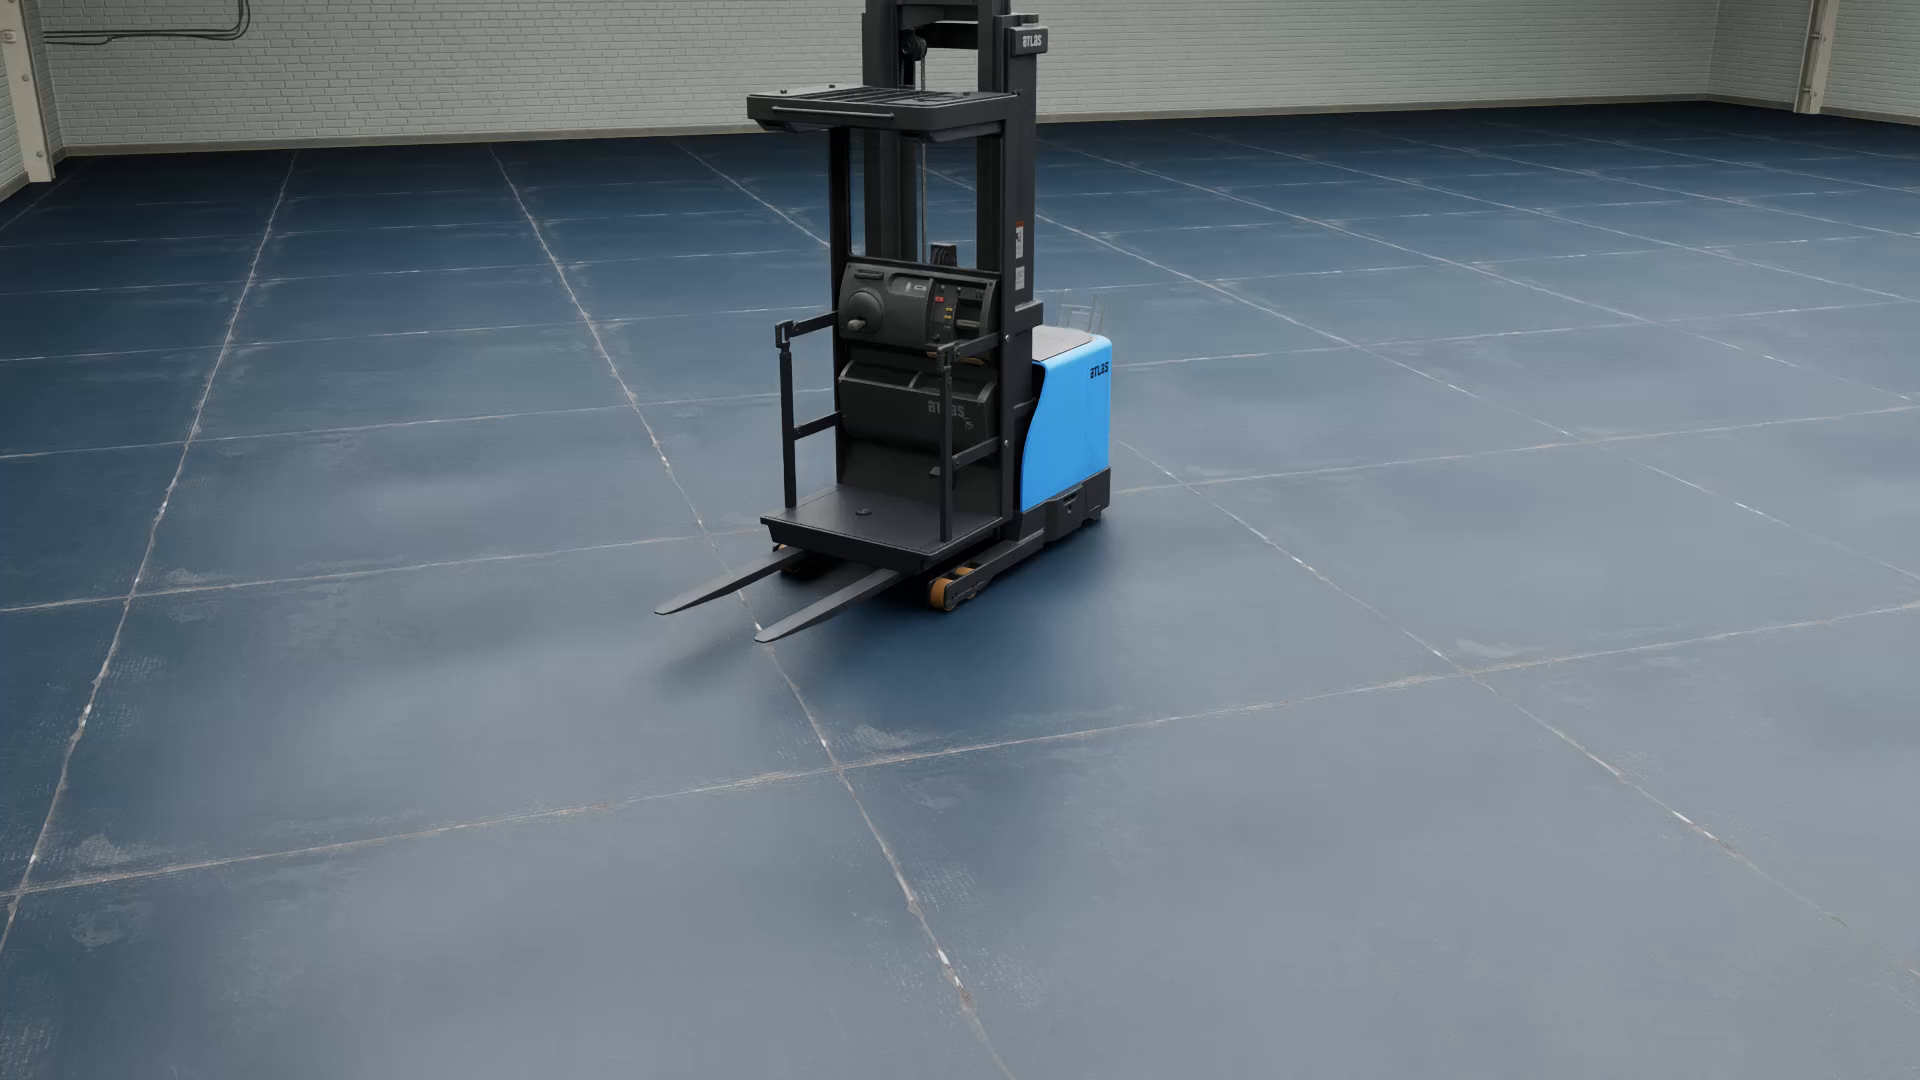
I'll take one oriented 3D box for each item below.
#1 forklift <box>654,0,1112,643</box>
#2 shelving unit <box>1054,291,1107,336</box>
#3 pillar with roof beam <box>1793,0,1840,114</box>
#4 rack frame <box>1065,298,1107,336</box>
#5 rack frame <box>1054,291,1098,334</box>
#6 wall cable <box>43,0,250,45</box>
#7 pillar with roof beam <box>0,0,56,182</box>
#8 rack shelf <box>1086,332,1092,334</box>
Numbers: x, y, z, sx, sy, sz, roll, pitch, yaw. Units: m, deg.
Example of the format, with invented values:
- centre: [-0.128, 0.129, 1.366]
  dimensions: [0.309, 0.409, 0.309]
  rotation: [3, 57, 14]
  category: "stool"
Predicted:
- centre: [-0.341, -1.201, 8.424]
  dimensions: [1.130, 2.935, 3.031]
  rotation: [12, 23, 31]
  category: "forklift"
- centre: [0.656, -0.915, 10.230]
  dimensions: [0.258, 1.200, 0.189]
  rotation: [9, -3, 24]
  category: "shelving unit"
- centre: [12.725, -12.255, 30.223]
  dimensions: [9.100, 9.000, 0.400]
  rotation: [-6, 21, -17]
  category: "pillar with roof beam"
- centre: [0.692, -0.904, 10.314]
  dimensions: [0.240, 1.200, 0.006]
  rotation: [9, -3, 24]
  category: "rack frame"
- centre: [0.620, -0.925, 10.147]
  dimensions: [0.240, 1.200, 0.006]
  rotation: [9, -3, 24]
  category: "rack frame"
- centre: [-12.763, -8.990, 25.726]
  dimensions: [3.097, 2.526, 0.112]
  rotation: [-6, 21, -17]
  category: "wall cable"
- centre: [-9.005, -9.823, 23.452]
  dimensions: [9.100, 9.000, 0.400]
  rotation: [-6, 21, -17]
  category: "pillar with roof beam"
- centre: [0.713, -1.225, 10.245]
  dimensions: [0.258, 0.103, 0.180]
  rotation: [9, -3, 24]
  category: "rack shelf"
